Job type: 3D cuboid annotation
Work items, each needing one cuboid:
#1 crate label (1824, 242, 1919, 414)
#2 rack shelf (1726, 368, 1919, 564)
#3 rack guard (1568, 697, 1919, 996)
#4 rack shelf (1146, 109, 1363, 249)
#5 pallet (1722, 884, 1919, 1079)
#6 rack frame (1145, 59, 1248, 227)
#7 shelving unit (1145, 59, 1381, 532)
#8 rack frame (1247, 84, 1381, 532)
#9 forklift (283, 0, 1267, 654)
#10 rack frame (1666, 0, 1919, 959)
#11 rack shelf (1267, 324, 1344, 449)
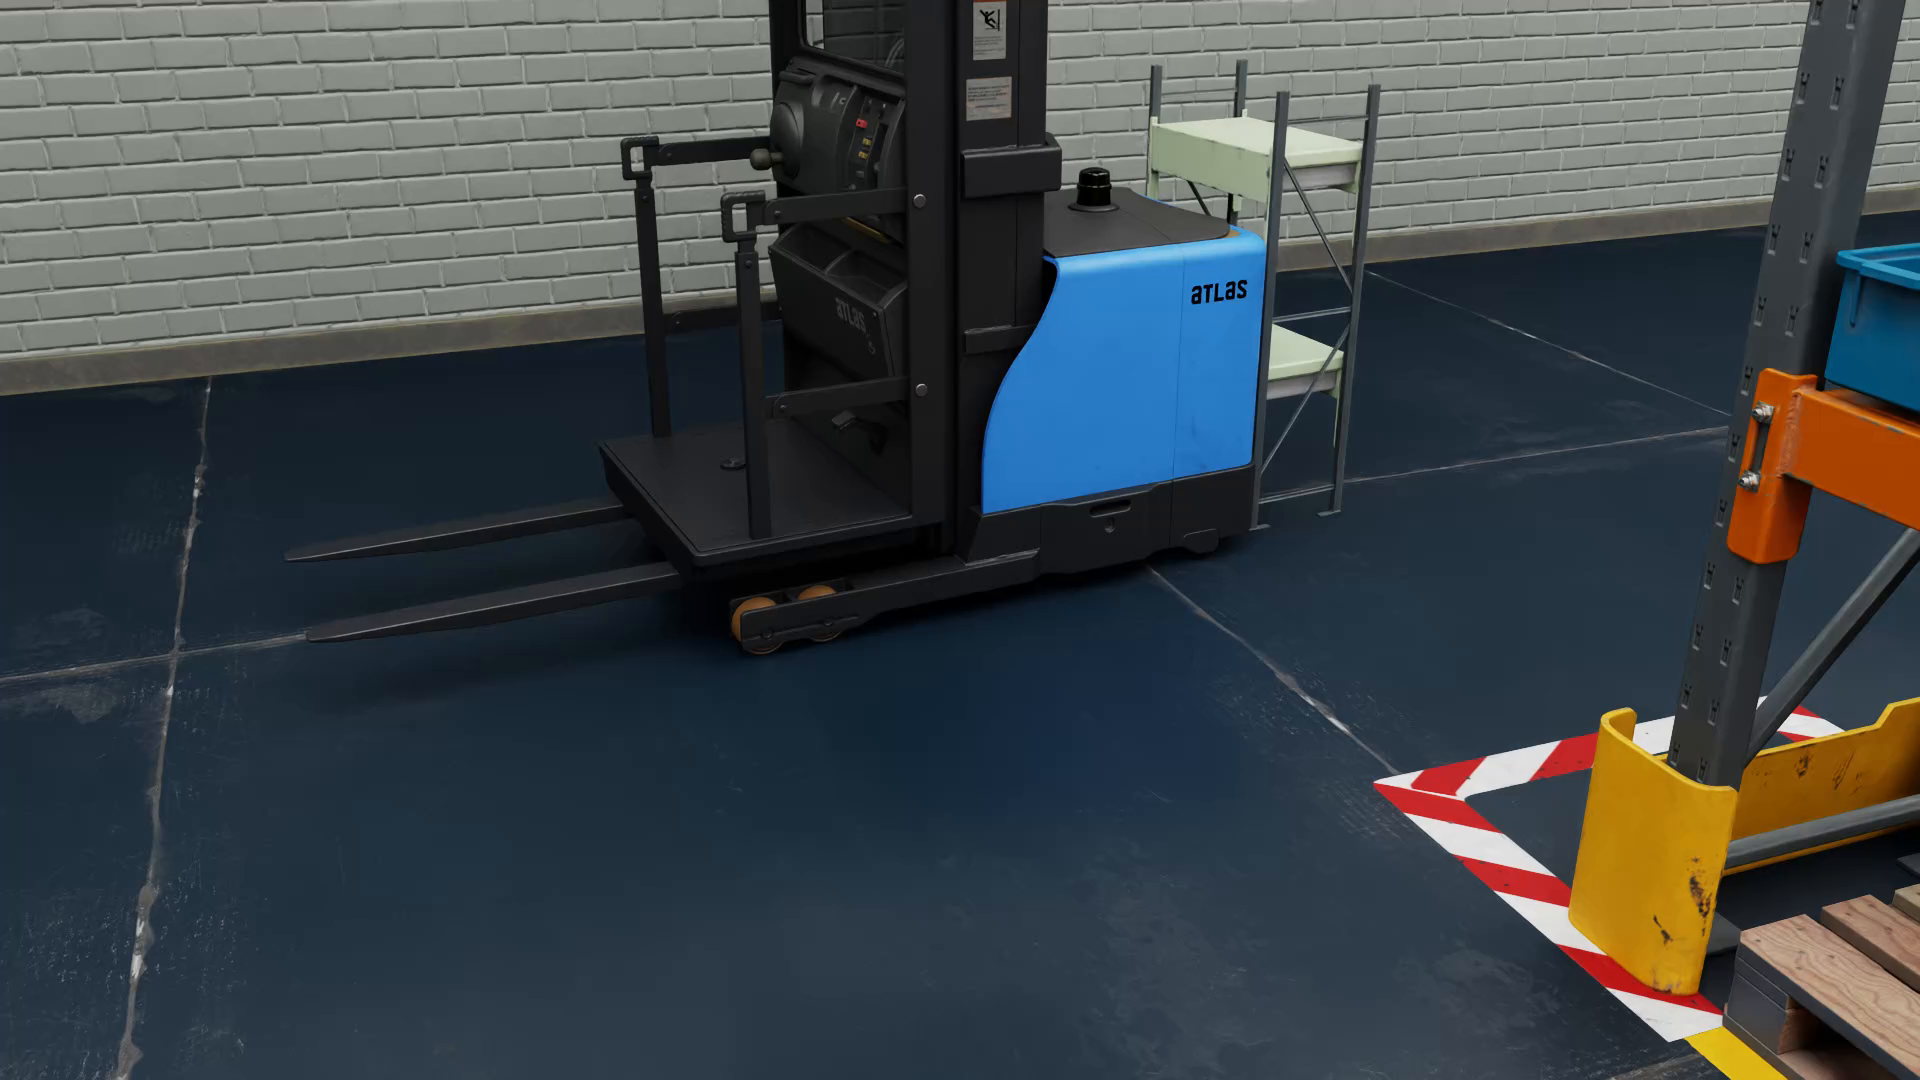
[{"bbox_3d":[1.754,-0.370,2.905,0.416,0.233,0.303,-8,24,-19],"label":"crate label"},{"bbox_3d":[2.681,0.504,1.619,1.077,0.370,4.000,-8,24,-19],"label":"rack shelf"},{"bbox_3d":[1.954,0.590,3.706,1.175,0.500,0.348,-8,24,-19],"label":"rack guard"},{"bbox_3d":[1.020,-1.243,5.764,0.431,0.370,0.720,-11,25,-24],"label":"rack shelf"},{"bbox_3d":[2.230,1.035,3.022,1.003,0.211,1.213,-8,24,-19],"label":"pallet"},{"bbox_3d":[0.856,-1.011,6.217,0.400,1.500,0.023,-11,25,-24],"label":"rack frame"},{"bbox_3d":[1.020,-0.884,5.916,0.431,1.500,0.755,-11,25,-24],"label":"shelving unit"},{"bbox_3d":[1.183,-0.757,5.614,0.400,1.500,0.023,-11,25,-24],"label":"rack frame"},{"bbox_3d":[-0.560,-1.245,4.929,3.031,2.935,1.130,-11,25,-24],"label":"forklift"},{"bbox_3d":[1.974,-0.555,3.204,1.000,3.000,0.127,-8,24,-19],"label":"rack frame"},{"bbox_3d":[1.020,-0.583,6.042,0.431,0.370,0.720,-11,25,-24],"label":"rack shelf"}]
